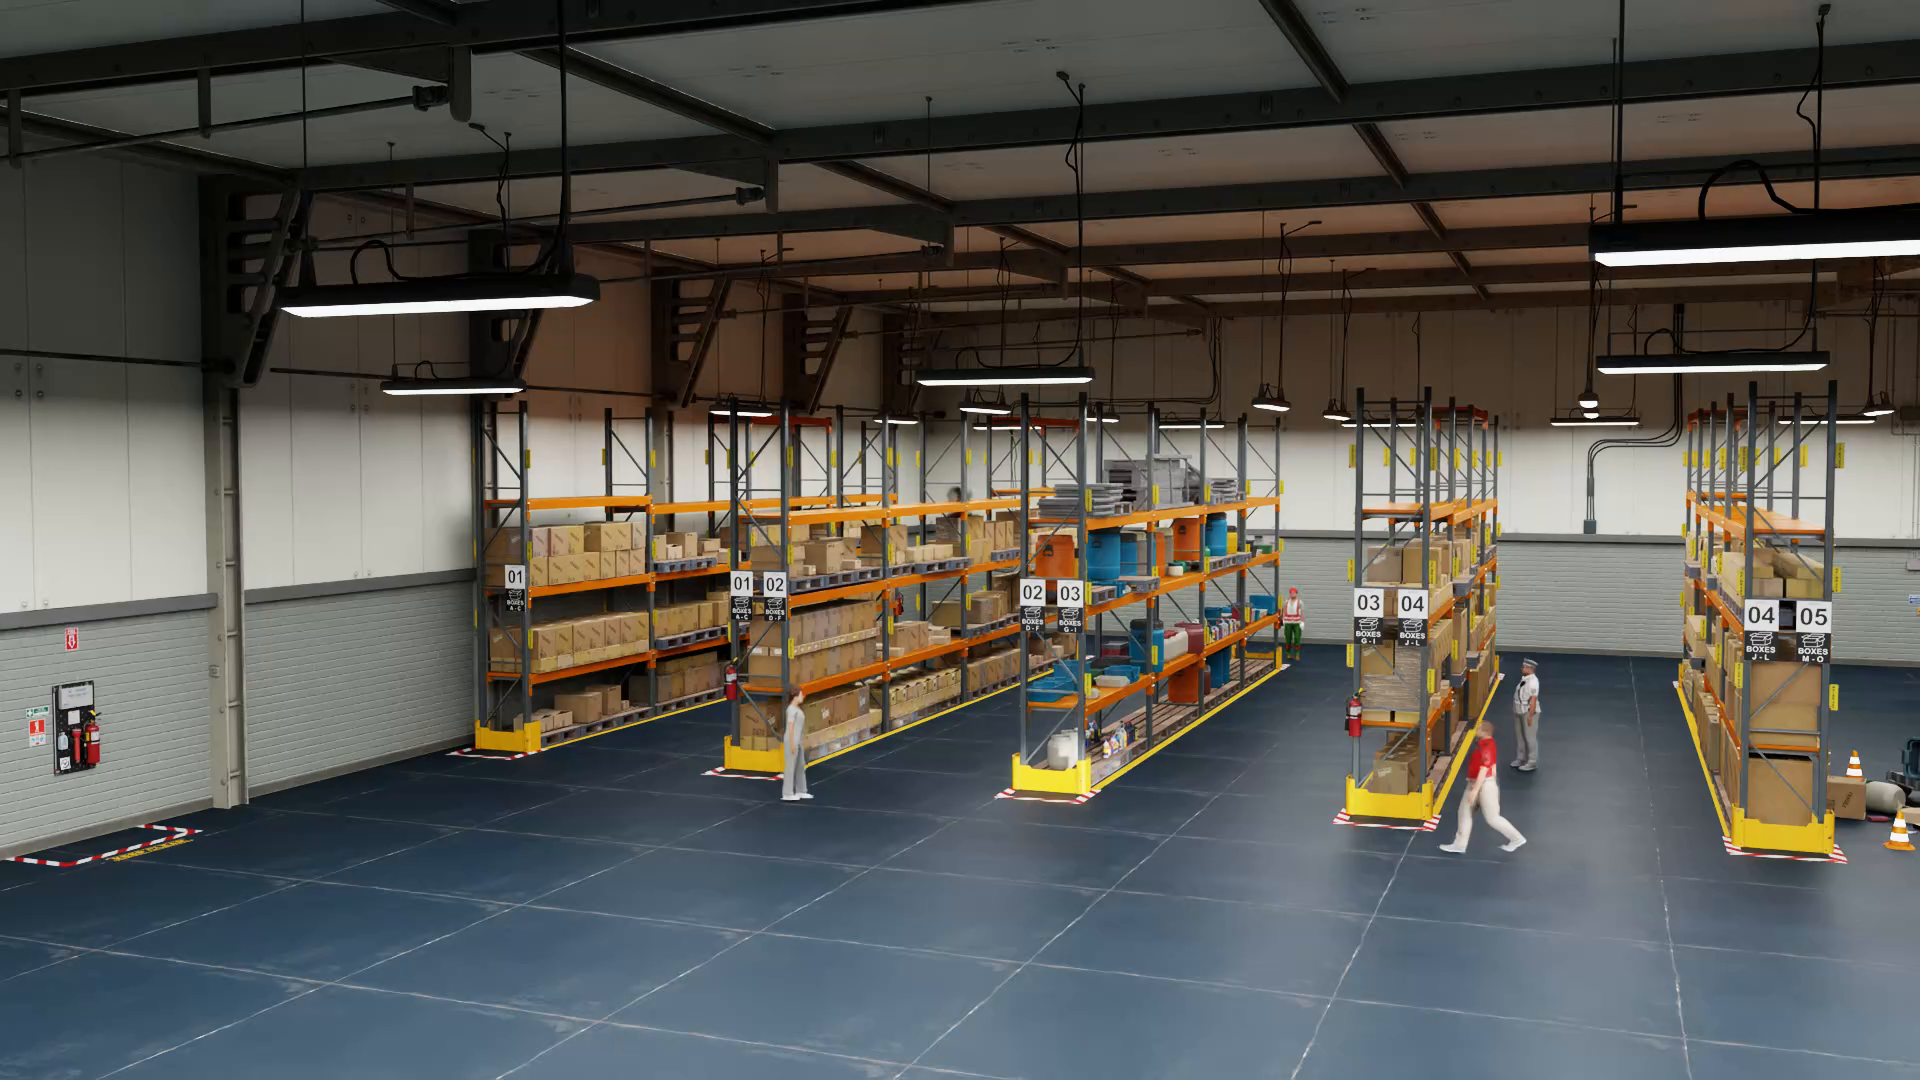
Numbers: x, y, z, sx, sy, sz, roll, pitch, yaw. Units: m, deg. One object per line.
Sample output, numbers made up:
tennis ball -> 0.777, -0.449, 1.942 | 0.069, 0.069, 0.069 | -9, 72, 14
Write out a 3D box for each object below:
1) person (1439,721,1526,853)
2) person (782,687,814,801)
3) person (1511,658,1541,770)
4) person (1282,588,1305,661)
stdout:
person -> 6.615, 3.132, 20.982 | 0.998, 1.690, 0.515 | 0, 3, -7
person -> -2.393, 2.999, 24.377 | 0.435, 1.697, 0.525 | 0, 3, 7
person -> 9.152, 2.801, 26.893 | 0.419, 1.777, 0.577 | 0, 3, -9
person -> 8.319, 2.100, 41.509 | 0.562, 1.808, 0.529 | 0, 3, 5
